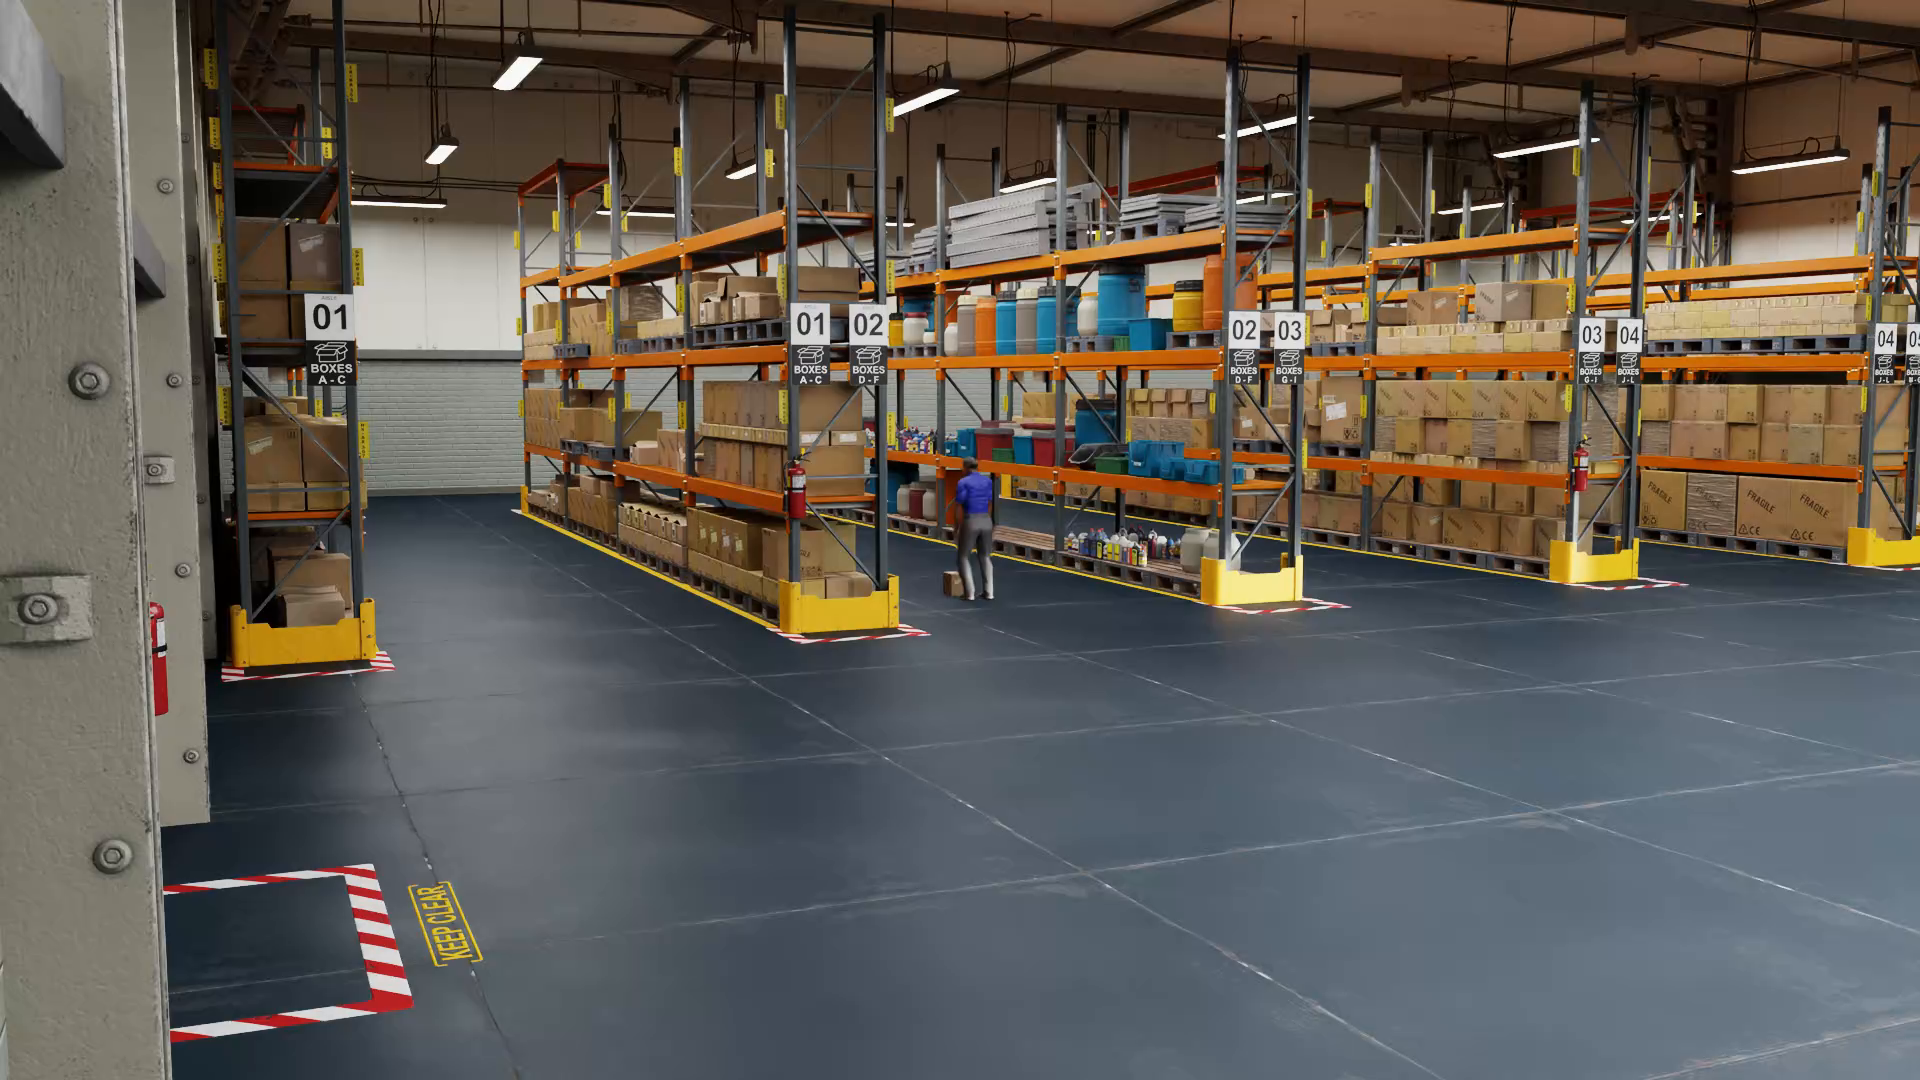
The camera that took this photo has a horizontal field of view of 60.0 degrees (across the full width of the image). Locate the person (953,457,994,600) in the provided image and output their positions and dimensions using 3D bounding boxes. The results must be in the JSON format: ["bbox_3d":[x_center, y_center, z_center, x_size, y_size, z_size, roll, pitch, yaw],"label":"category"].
[{"bbox_3d":[0.147,-0.124,18.647,0.457,1.610,0.379,-2,6,-22],"label":"person"}]
